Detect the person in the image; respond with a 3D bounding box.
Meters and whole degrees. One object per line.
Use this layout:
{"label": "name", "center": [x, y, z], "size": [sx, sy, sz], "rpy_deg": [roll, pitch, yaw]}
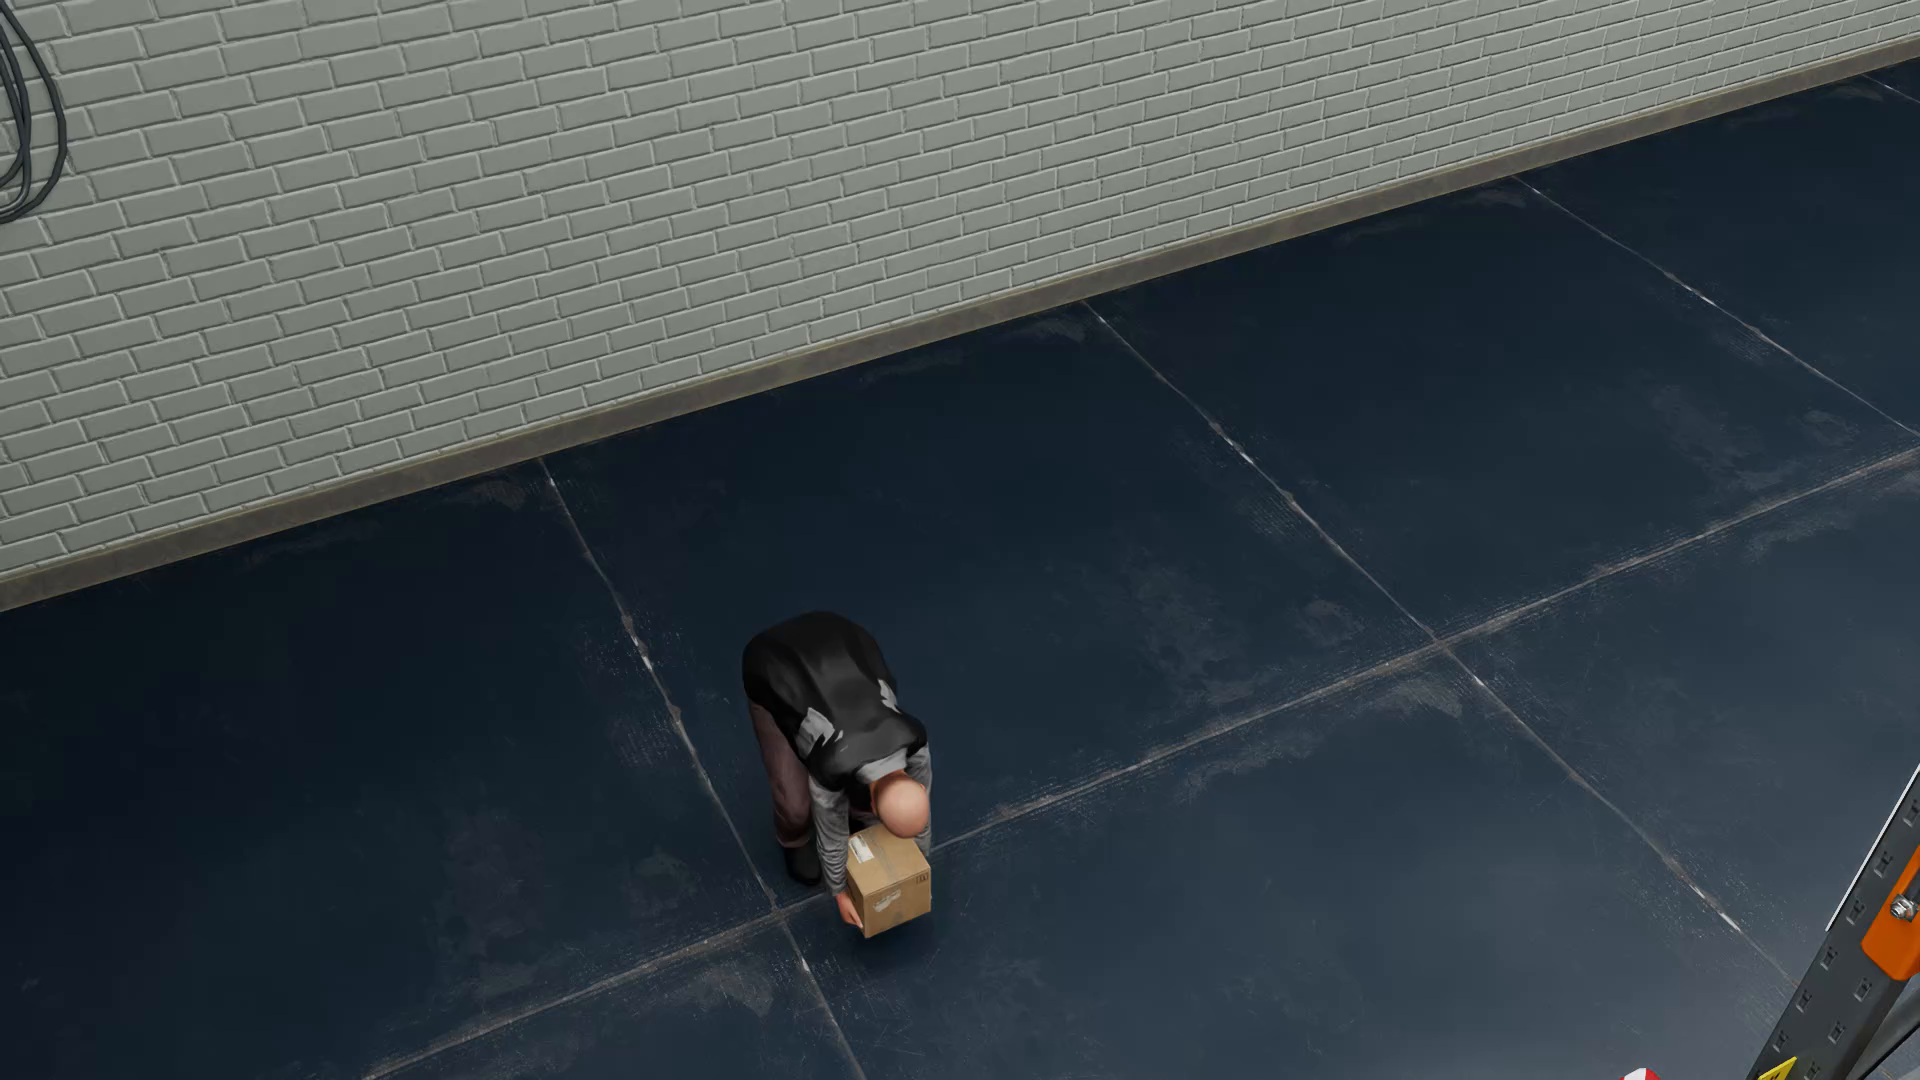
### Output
{"label": "person", "center": [-0.376, 0.838, 5.713], "size": [0.488, 1.065, 0.958], "rpy_deg": [-21, 45, -22]}
